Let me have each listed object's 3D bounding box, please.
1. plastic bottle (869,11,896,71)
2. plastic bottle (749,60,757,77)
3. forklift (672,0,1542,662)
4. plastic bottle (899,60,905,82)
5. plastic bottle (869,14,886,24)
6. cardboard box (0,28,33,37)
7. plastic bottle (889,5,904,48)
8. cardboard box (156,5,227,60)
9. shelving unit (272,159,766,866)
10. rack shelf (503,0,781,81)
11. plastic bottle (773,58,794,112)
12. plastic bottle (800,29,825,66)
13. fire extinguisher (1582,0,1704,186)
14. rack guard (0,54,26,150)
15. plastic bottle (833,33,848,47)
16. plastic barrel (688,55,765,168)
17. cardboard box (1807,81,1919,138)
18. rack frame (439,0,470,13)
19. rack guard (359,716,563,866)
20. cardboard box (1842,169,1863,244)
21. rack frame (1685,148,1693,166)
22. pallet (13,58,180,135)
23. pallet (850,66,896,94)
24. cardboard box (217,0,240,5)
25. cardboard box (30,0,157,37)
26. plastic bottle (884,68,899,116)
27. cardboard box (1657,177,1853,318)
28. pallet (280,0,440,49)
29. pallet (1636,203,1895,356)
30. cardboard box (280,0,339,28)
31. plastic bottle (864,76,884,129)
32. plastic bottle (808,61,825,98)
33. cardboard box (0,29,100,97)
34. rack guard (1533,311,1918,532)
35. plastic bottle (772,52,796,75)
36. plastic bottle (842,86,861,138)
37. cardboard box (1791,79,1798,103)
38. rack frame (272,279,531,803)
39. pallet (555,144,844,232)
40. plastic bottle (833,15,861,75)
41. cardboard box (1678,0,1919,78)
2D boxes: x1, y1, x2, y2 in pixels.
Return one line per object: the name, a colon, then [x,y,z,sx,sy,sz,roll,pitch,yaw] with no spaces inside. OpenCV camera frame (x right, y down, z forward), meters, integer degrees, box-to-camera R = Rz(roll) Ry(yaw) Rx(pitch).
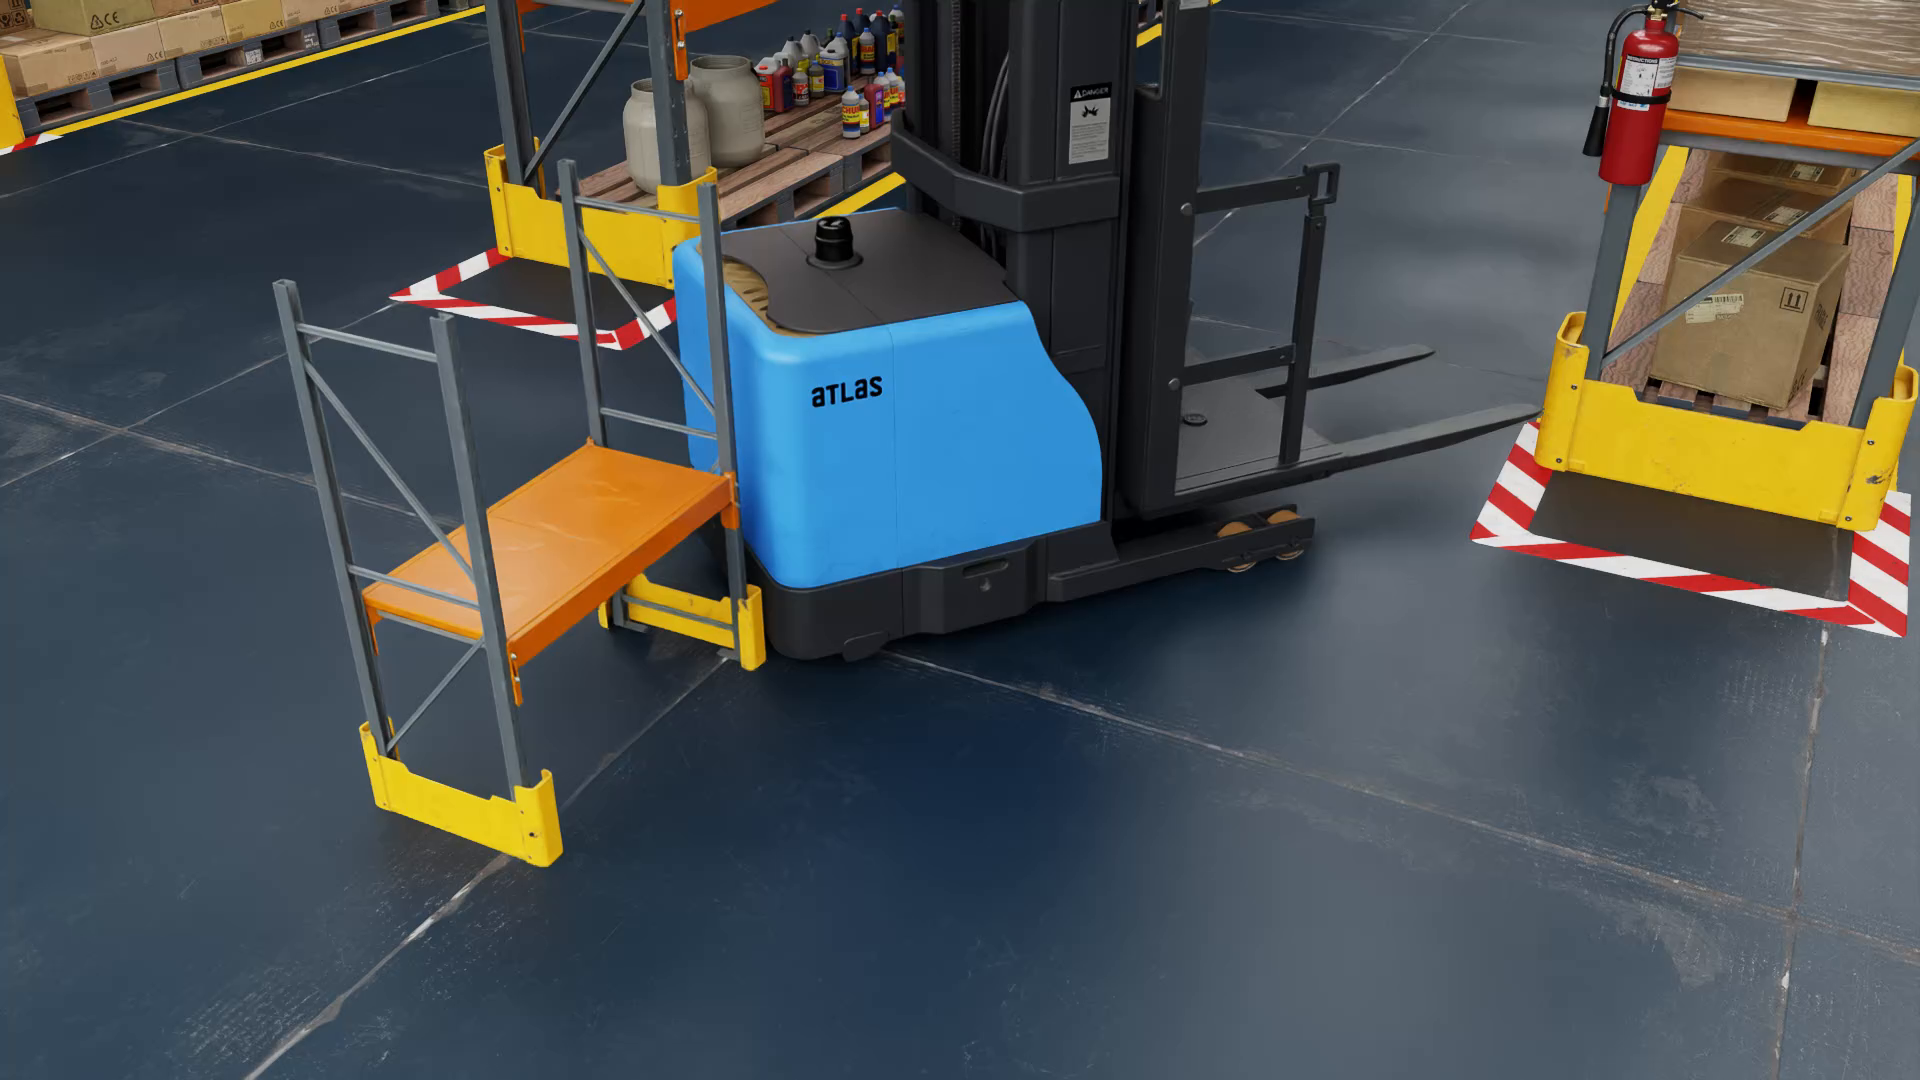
plastic bottle: [-0.490,-3.136,10.417,0.144,0.351,0.185,14,33,23]
plastic bottle: [-1.220,-2.600,9.551,0.061,0.283,0.133,15,33,24]
forklift: [0.636,-1.387,5.222,3.031,2.935,1.130,-13,32,-21]
plastic bottle: [-0.306,-2.644,9.640,0.097,0.271,0.097,0,30,0]
plastic bottle: [-0.539,-3.209,10.619,0.152,0.276,0.135,16,33,25]
cardboard box: [-6.130,-3.037,10.366,0.500,0.250,0.500,14,33,23]
plastic bottle: [-0.416,-3.356,10.880,0.097,0.271,0.097,0,30,0]
cardboard box: [-5.216,-3.364,10.935,0.500,0.250,0.500,14,33,23]
shelving unit: [-1.090,-0.111,4.436,0.587,1.500,1.083,14,33,22]
rack shelf: [-0.792,-3.192,9.019,1.077,0.370,4.000,14,33,23]
plastic bottle: [-1.022,-2.625,9.595,0.061,0.283,0.133,14,33,23]
plastic bottle: [-0.898,-2.897,10.000,0.144,0.351,0.185,14,33,23]
fire extinguisher: [2.244,-1.514,5.452,0.296,0.674,0.183,14,33,23]
rack guard: [-6.122,-2.648,9.859,1.175,0.500,0.348,14,33,23]
plastic bottle: [-0.738,-2.977,10.220,0.097,0.271,0.097,0,30,0]
plastic barrel: [-1.243,-2.252,8.736,0.421,0.512,0.421,0,30,0]
cardboard box: [3.048,-1.457,5.527,0.380,0.149,0.250,14,33,23]
rack frame: [-4.289,-5.516,12.343,1.000,3.000,0.127,14,33,23]
rack guard: [-1.309,0.654,4.360,0.587,0.250,0.087,14,33,22]
cardboard box: [3.843,-1.648,7.696,0.500,0.500,0.500,11,32,19]
rack frame: [4.528,-3.267,8.427,1.000,3.000,0.127,14,33,23]
pallet: [-5.800,-2.882,10.556,1.003,0.211,1.213,14,33,23]
pallet: [-0.224,-2.893,10.576,1.003,0.211,1.213,14,33,23]
cardboard box: [-4.983,-3.909,11.132,0.500,0.500,0.500,14,33,23]
cardboard box: [-5.442,-3.467,10.361,0.500,0.500,0.500,14,33,23]
plastic bottle: [-0.398,-2.554,9.484,0.097,0.271,0.097,0,30,0]
cardboard box: [3.247,-1.138,6.807,0.500,0.500,0.500,24,38,36]
pallet: [-4.688,-3.964,12.440,1.003,0.211,1.213,14,33,23]
pallet: [3.699,-1.209,7.643,1.003,0.211,1.213,14,33,23]
cardboard box: [-4.757,-3.806,11.705,0.500,0.250,0.500,14,33,23]
plastic bottle: [-0.480,-2.459,9.306,0.061,0.283,0.133,15,33,24]
plastic bottle: [-0.855,-2.742,9.880,0.097,0.201,0.097,0,30,0]
cardboard box: [-5.669,-2.920,10.161,0.500,0.250,0.500,14,33,23]
rack guard: [2.741,-0.443,6.020,1.175,0.500,0.348,14,33,23]
plastic bottle: [-1.054,-2.708,9.746,0.152,0.276,0.135,13,32,22]
plastic bottle: [-0.600,-2.358,9.142,0.097,0.271,0.097,0,30,0]
cardboard box: [2.767,-1.669,5.896,0.380,0.149,0.250,14,33,23]
rack frame: [-1.318,0.120,4.033,0.500,1.500,0.032,14,33,22]
pallet: [-1.335,-1.811,8.692,1.003,0.211,1.213,14,33,23]
plastic bottle: [-0.704,-3.085,10.329,0.144,0.351,0.185,13,32,21]
cardboard box: [2.981,-1.904,5.654,0.875,0.500,0.500,14,33,23]
